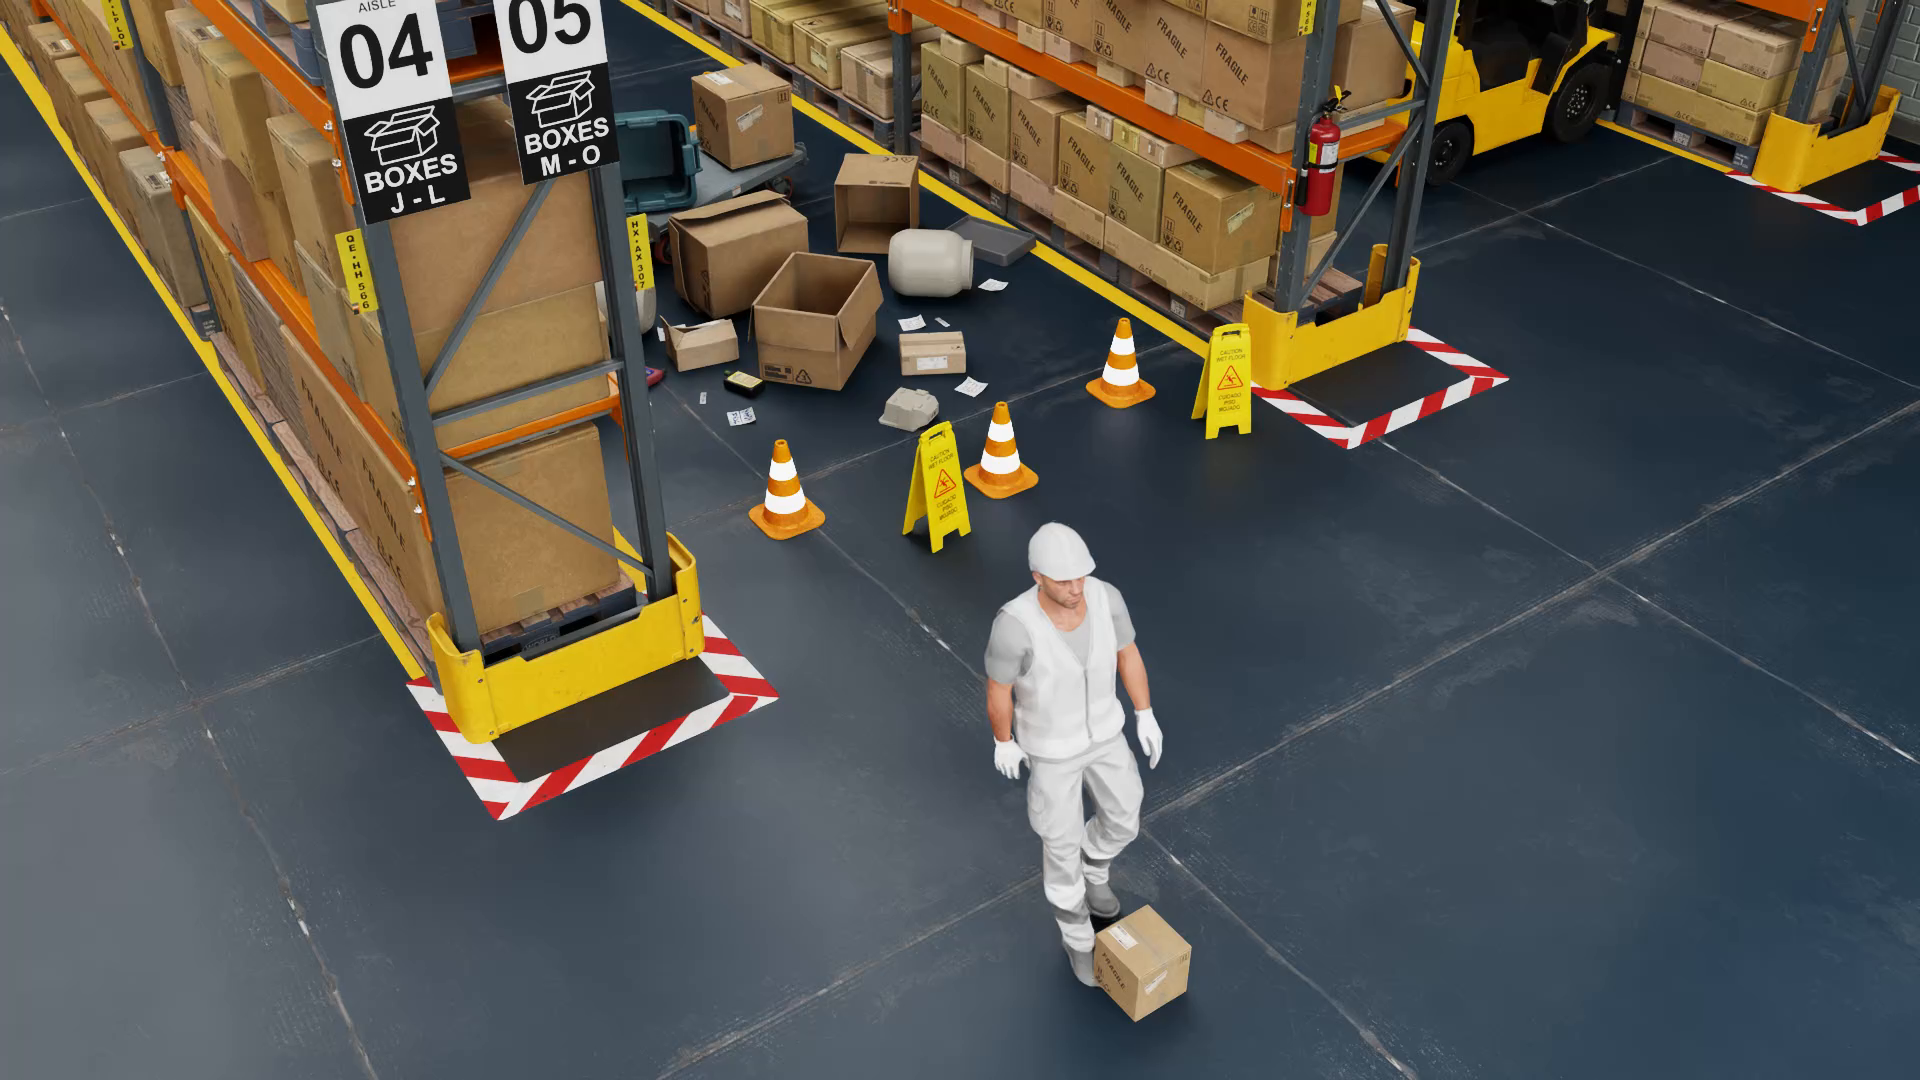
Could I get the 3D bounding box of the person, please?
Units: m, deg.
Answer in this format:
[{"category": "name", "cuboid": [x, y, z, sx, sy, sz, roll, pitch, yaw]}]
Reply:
[{"category": "person", "cuboid": [0.460, 0.792, 5.940, 0.577, 1.839, 0.648, -19, 40, -24]}]
